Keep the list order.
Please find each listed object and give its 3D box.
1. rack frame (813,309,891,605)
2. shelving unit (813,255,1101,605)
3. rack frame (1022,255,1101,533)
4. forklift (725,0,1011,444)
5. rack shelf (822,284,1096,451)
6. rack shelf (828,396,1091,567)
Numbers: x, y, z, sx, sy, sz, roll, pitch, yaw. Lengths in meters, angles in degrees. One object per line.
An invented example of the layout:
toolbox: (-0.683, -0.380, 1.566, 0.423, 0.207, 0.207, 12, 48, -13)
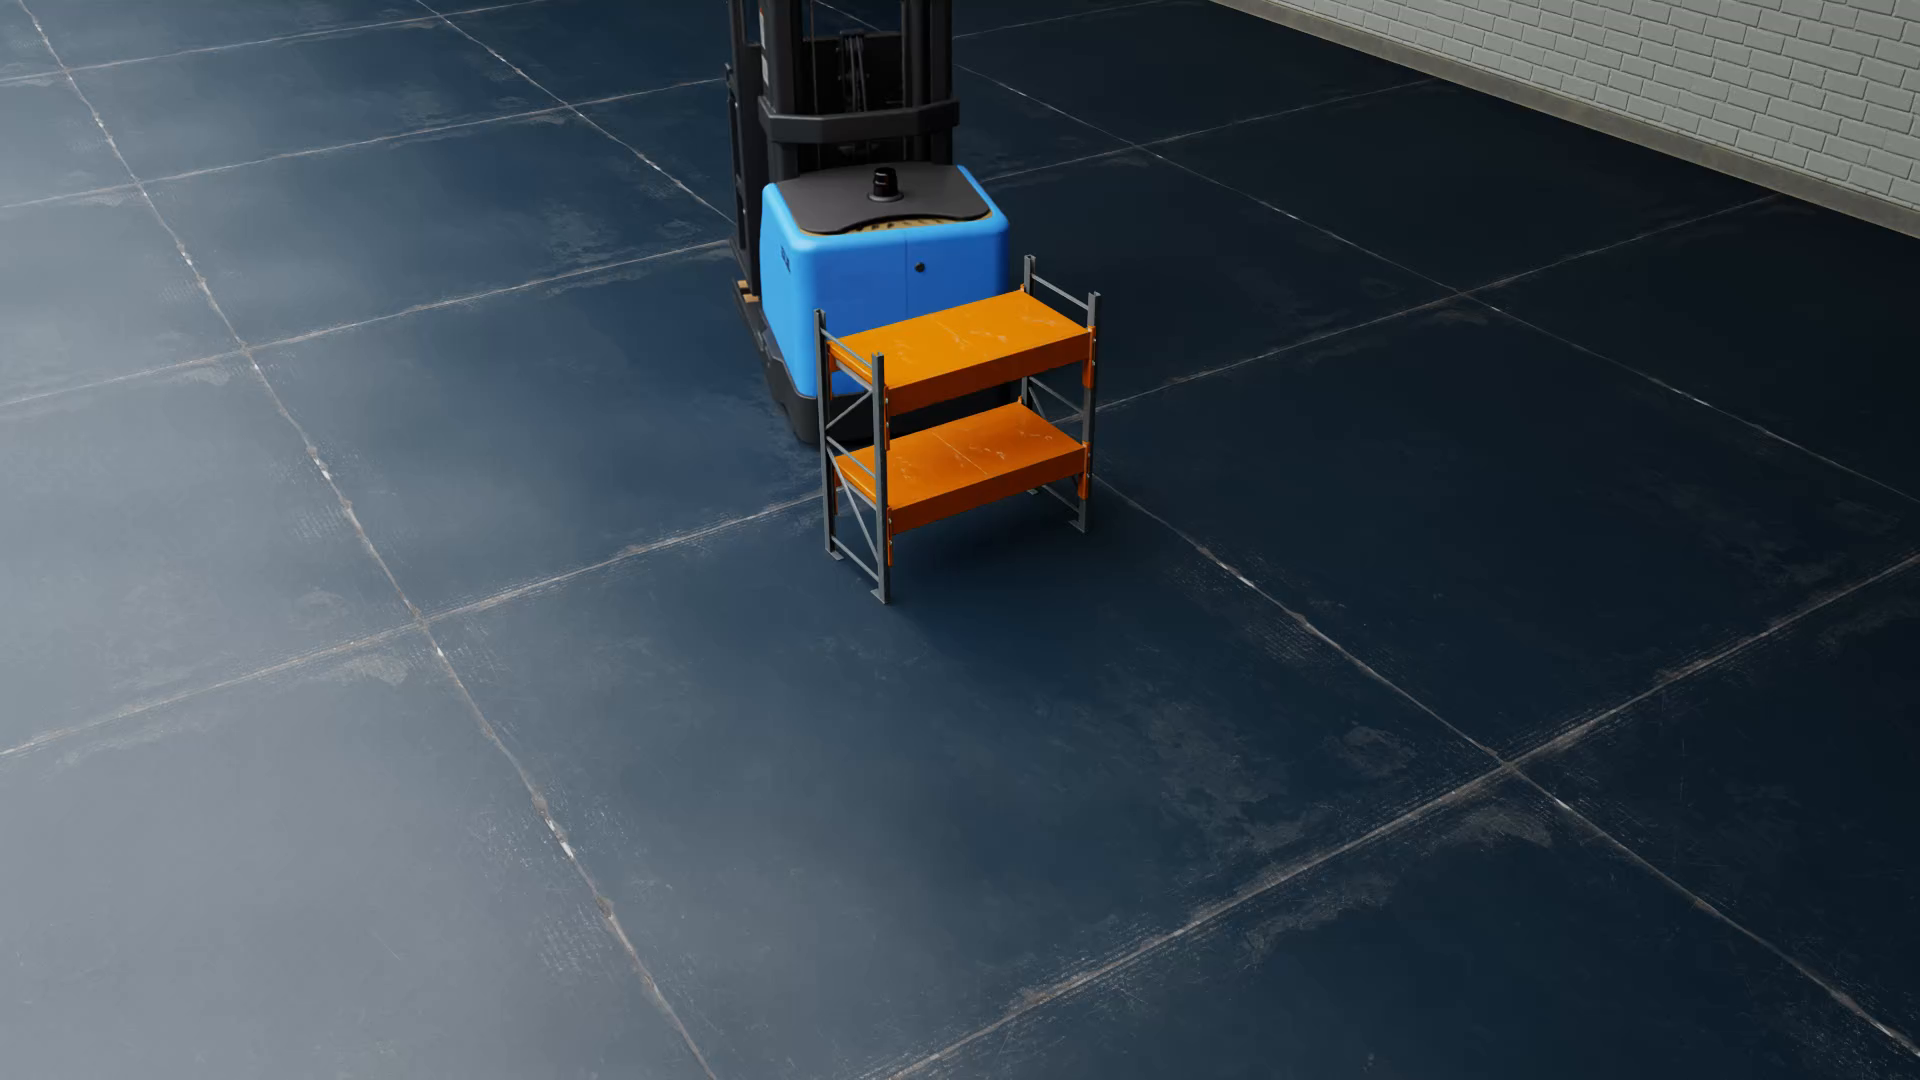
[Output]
rack frame: (-0.433, -0.327, 6.714, 0.032, 1.125, 0.500, -19, 37, -27)
shelving unit: (-0.006, -0.474, 6.947, 1.048, 1.125, 0.538, -19, 37, -27)
rack frame: (0.422, -0.621, 7.180, 0.032, 1.125, 0.500, -19, 37, -27)
forklift: (-0.643, -2.472, 8.421, 1.130, 2.935, 3.031, -8, 33, -13)
rack shelf: (-0.006, -0.721, 6.791, 1.000, 0.278, 0.538, -19, 37, -27)
rack shelf: (-0.006, -0.267, 7.077, 1.000, 0.278, 0.538, -19, 37, -27)
